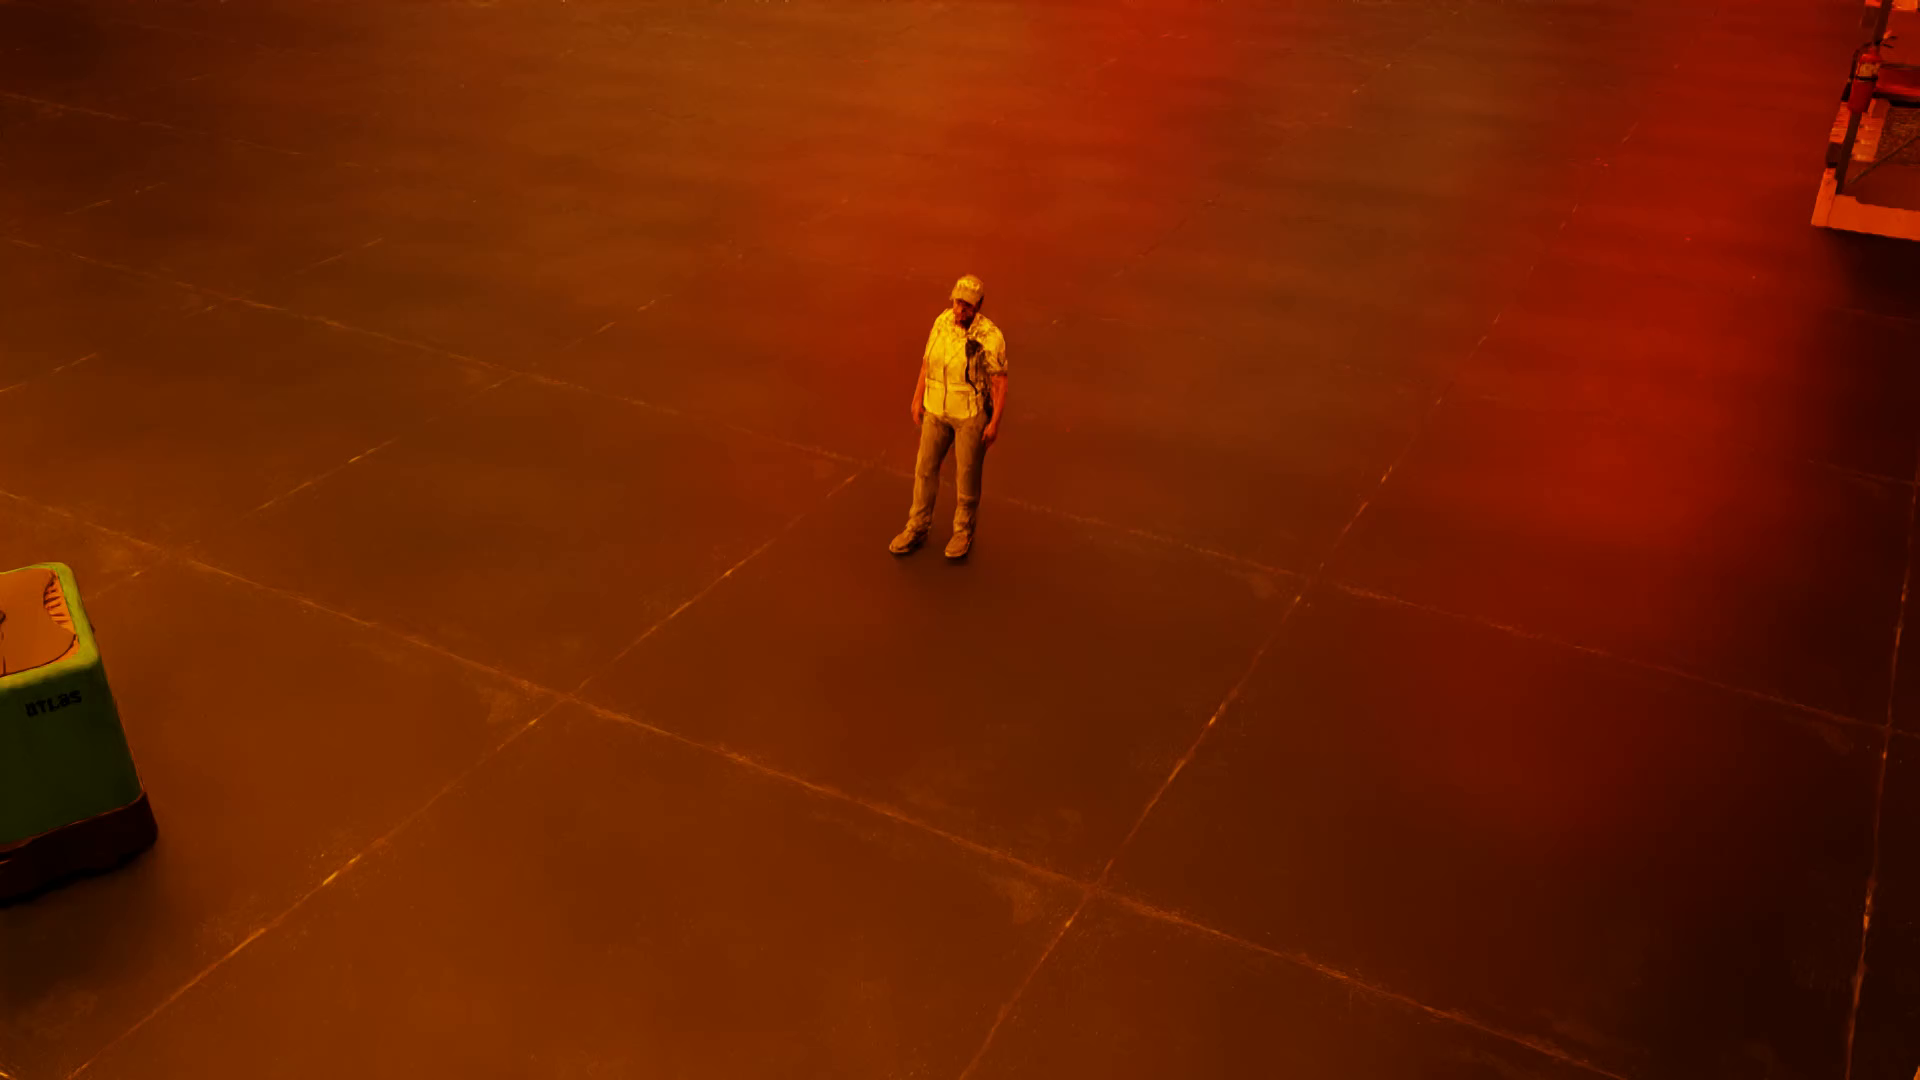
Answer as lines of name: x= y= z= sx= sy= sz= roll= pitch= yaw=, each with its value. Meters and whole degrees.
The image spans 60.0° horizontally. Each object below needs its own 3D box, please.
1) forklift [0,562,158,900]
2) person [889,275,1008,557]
forklift: x=-5.161 y=0.338 z=6.486 sx=3.031 sy=2.935 sz=1.130 roll=-18 pitch=34 yaw=-28
person: x=-0.057 y=-0.700 z=9.534 sx=0.598 sy=1.669 sz=0.529 roll=15 pitch=33 yaw=25
